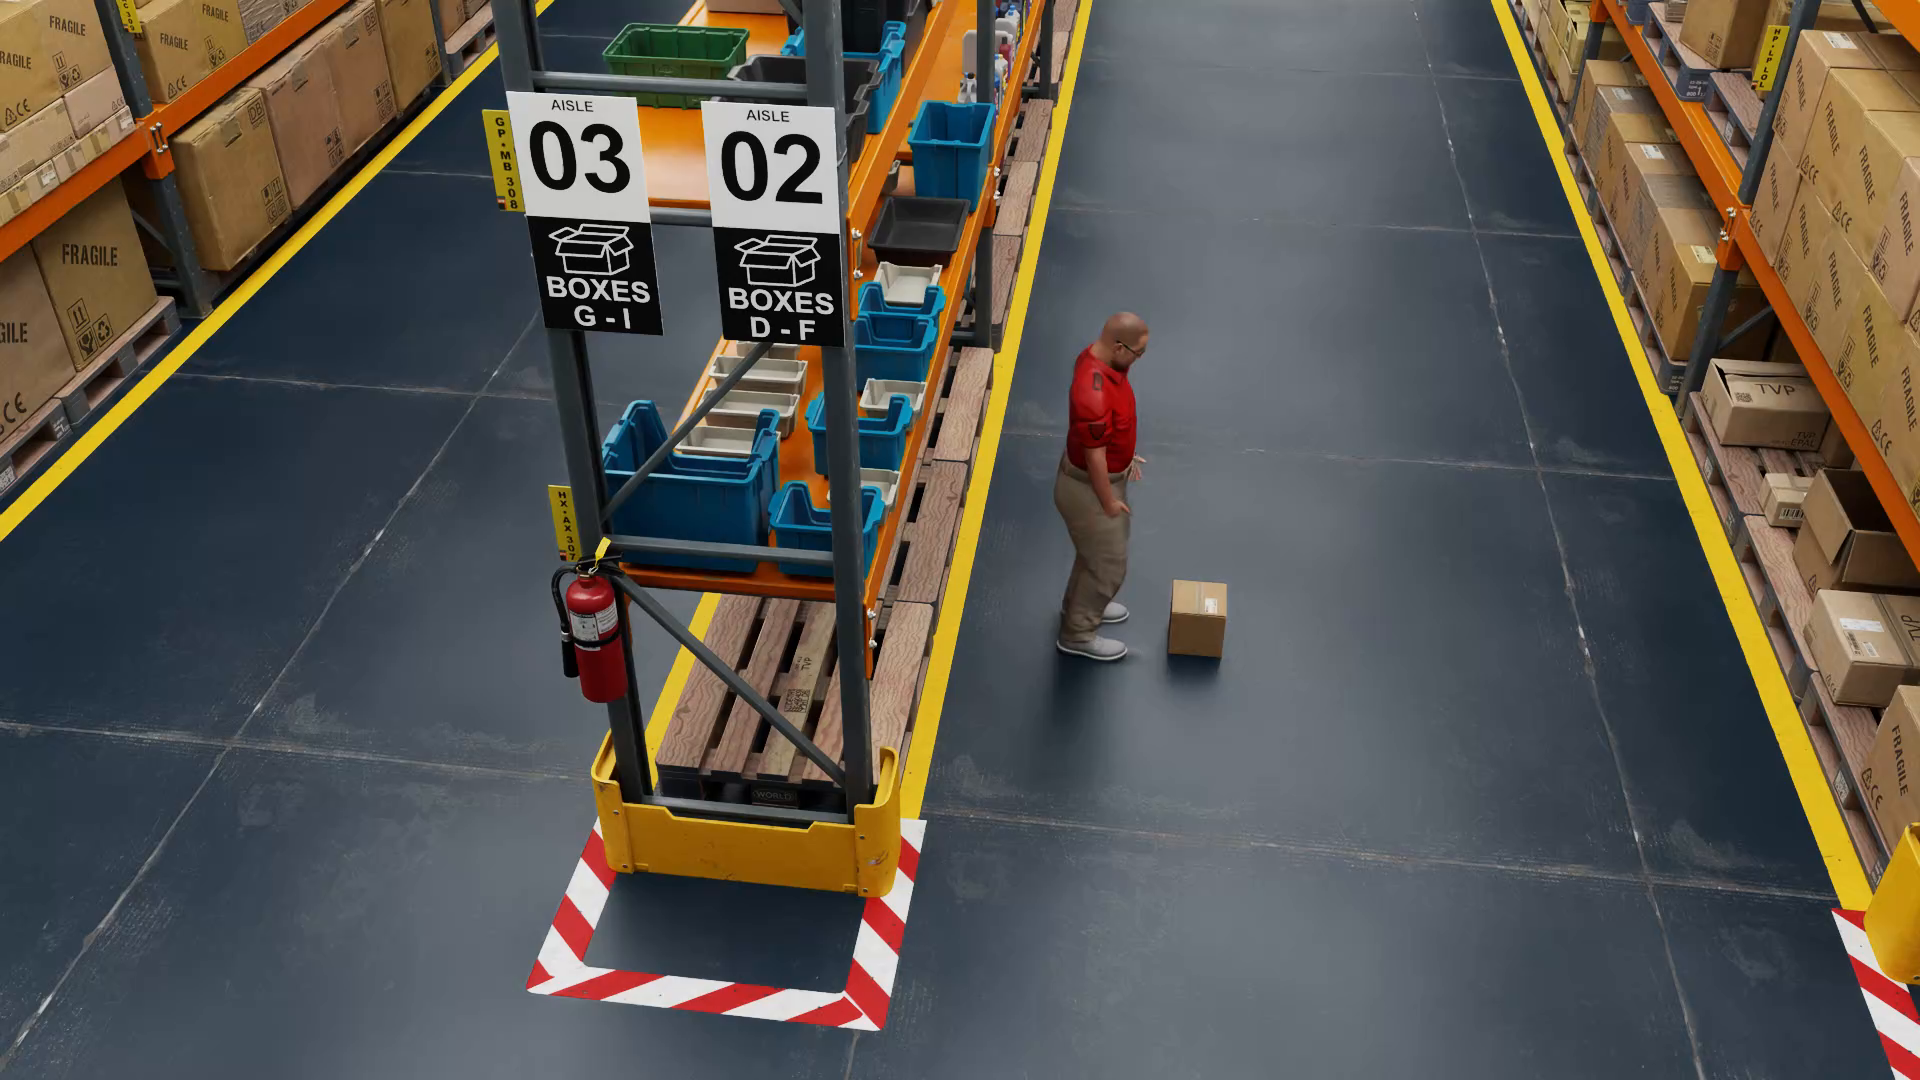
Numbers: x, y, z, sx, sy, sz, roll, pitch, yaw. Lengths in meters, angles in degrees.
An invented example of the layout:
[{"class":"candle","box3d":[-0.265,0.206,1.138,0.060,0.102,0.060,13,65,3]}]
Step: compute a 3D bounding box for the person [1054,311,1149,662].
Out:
[{"class":"person","box3d":[0.625,-0.261,7.450,0.389,1.700,0.547,5,36,7]}]
